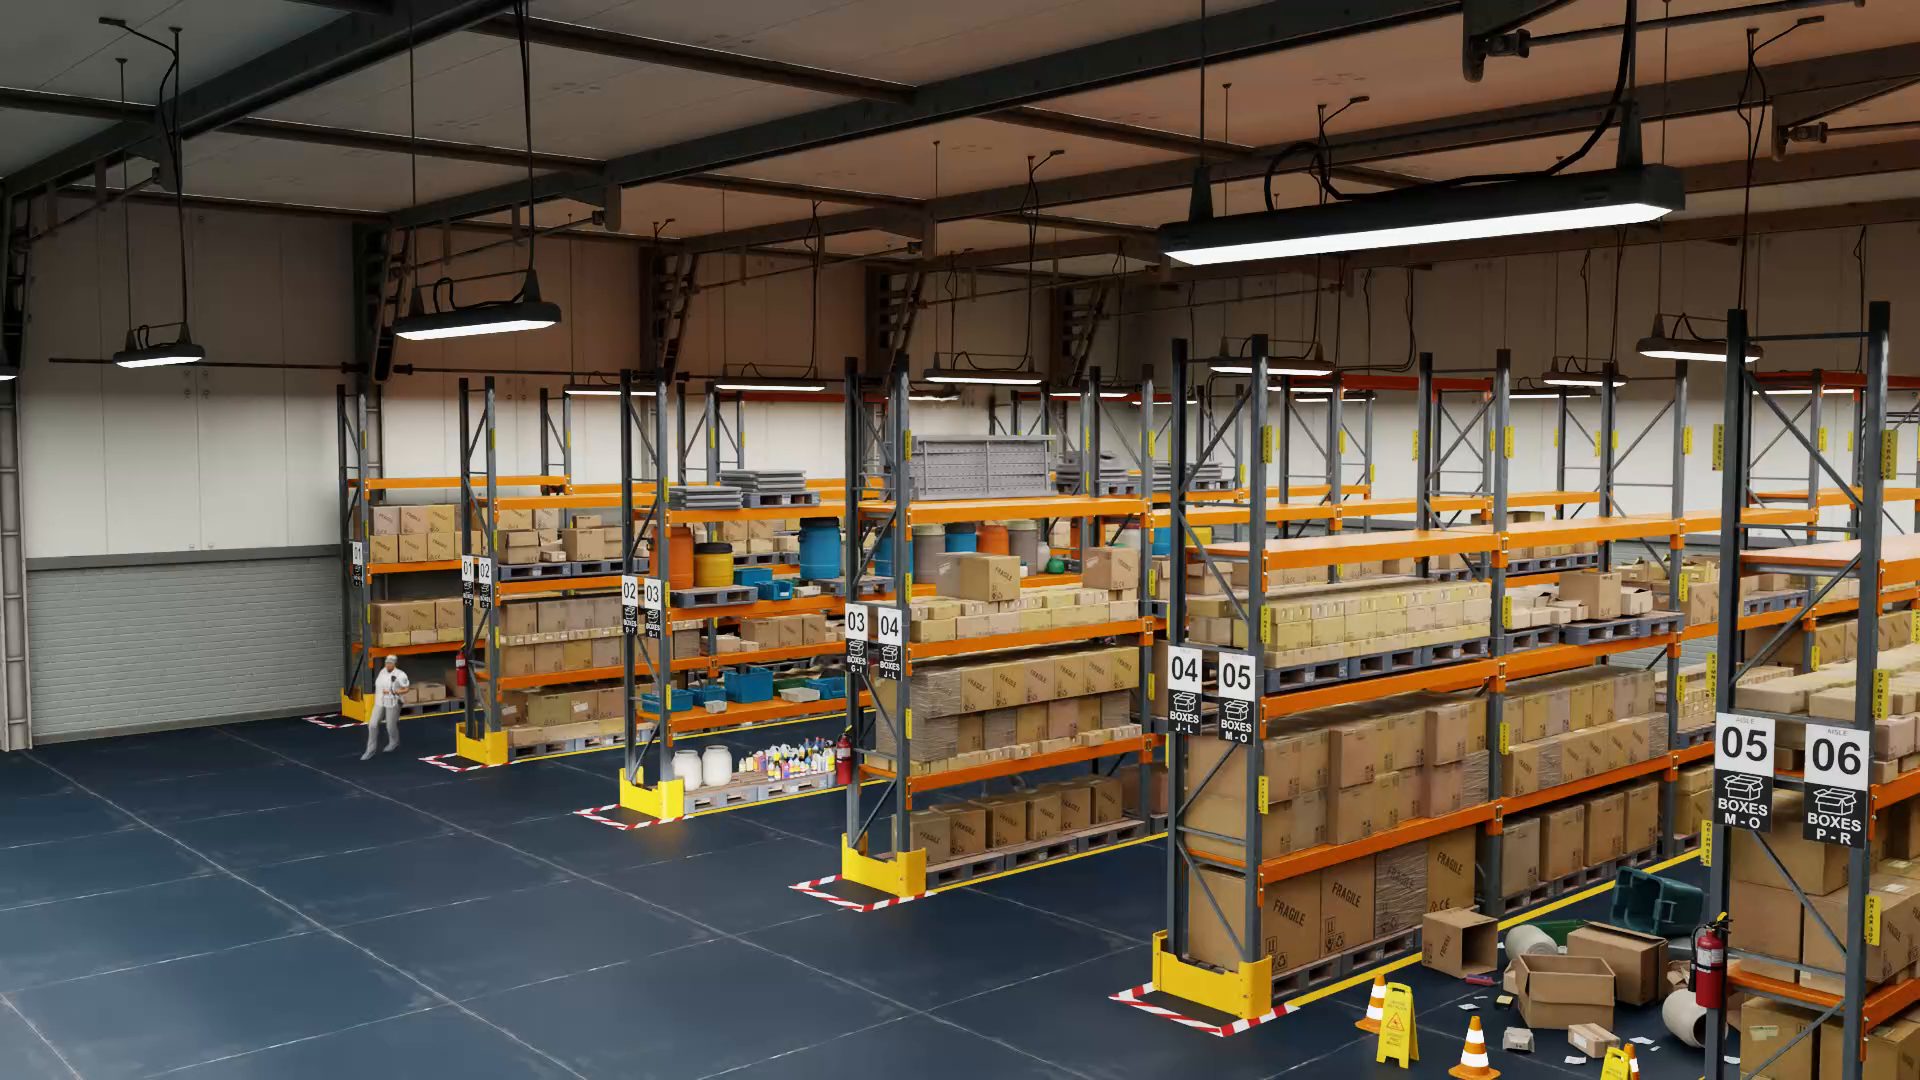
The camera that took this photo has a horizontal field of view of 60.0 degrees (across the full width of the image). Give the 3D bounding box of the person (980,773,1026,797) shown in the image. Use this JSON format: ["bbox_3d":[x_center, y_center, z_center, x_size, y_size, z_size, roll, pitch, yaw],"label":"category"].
[{"bbox_3d":[0.553,2.808,22.714,0.994,1.787,0.652,-4,5,-43],"label":"person"}]

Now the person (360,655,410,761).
[{"bbox_3d":[-9.032,2.632,26.373,0.700,1.675,0.829,0,4,7],"label":"person"}]

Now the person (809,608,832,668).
[{"bbox_3d":[-2.691,2.176,32.794,0.593,1.754,0.739,3,5,39],"label":"person"}]
